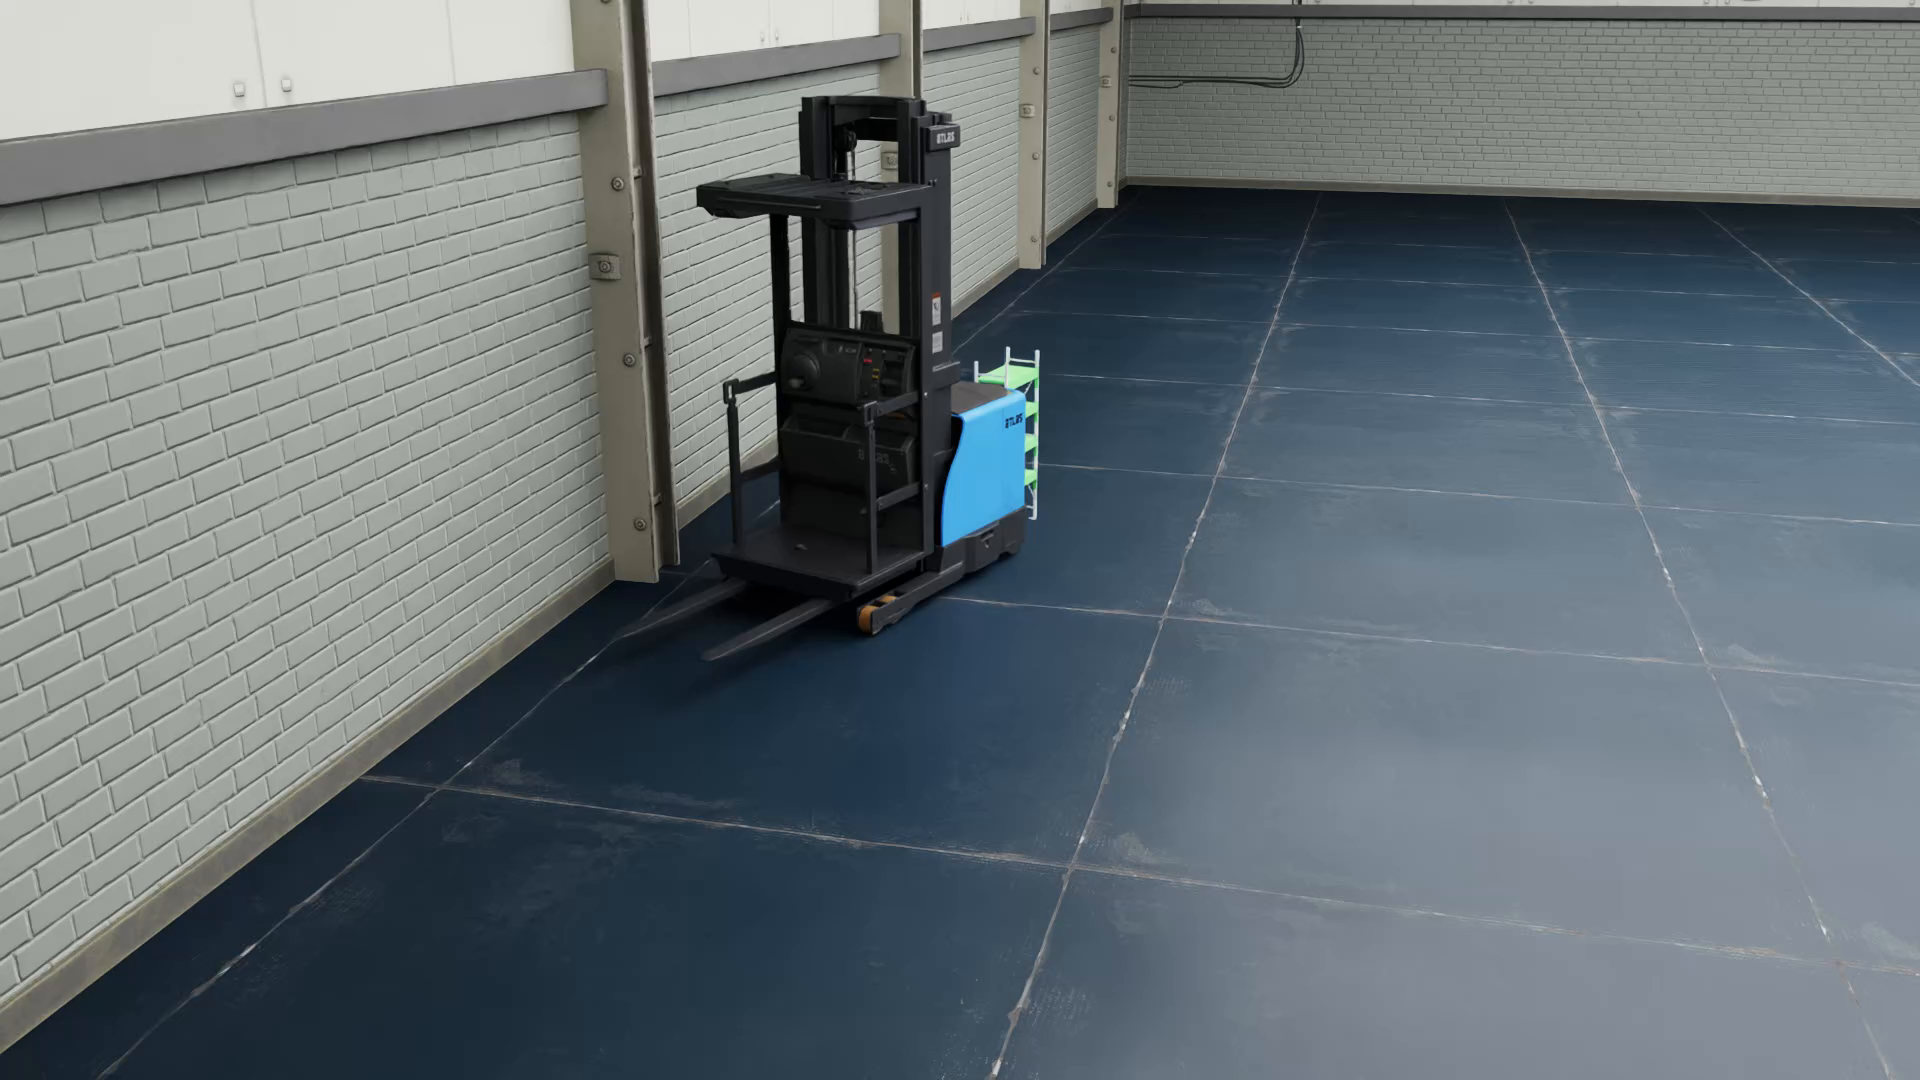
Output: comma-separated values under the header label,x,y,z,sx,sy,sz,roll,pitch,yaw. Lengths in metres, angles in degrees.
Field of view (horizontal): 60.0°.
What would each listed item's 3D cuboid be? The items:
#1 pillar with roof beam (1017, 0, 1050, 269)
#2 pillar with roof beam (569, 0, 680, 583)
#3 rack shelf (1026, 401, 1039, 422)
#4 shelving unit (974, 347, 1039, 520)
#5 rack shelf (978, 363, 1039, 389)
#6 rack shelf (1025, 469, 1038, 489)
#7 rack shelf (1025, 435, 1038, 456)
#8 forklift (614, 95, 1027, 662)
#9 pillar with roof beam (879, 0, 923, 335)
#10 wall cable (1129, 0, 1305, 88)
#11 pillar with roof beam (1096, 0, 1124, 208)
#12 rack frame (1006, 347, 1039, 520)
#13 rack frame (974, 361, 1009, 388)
label,x,y,z,sx,sy,sz,roll,pitch,yaw
pillar with roof beam,5.101,-7.484,19.175,9.100,9.000,0.400,5,19,13
pillar with roof beam,2.169,-3.722,8.164,9.100,9.000,0.400,5,19,13
rack shelf,0.314,-0.826,11.204,0.258,0.148,0.480,9,21,25
shelving unit,0.314,-0.659,11.261,0.258,1.200,0.503,9,21,25
rack shelf,0.314,-1.053,11.126,0.258,0.148,0.480,9,21,25
rack shelf,0.314,-0.371,11.359,0.258,0.148,0.480,9,21,25
rack shelf,0.314,-0.598,11.281,0.258,0.148,0.480,9,21,25
forklift,-0.779,-1.016,9.628,1.130,2.935,3.031,12,22,31
pillar with roof beam,3.635,-5.603,13.670,9.100,9.000,0.400,5,19,13
wall cable,4.395,-9.054,28.576,3.097,2.526,0.112,5,19,13
pillar with roof beam,6.567,-9.364,24.681,9.100,9.000,0.400,5,19,13
rack frame,0.423,-0.730,11.467,0.240,1.200,0.015,9,21,25
rack frame,0.205,-0.588,11.054,0.240,1.200,0.015,9,21,25
